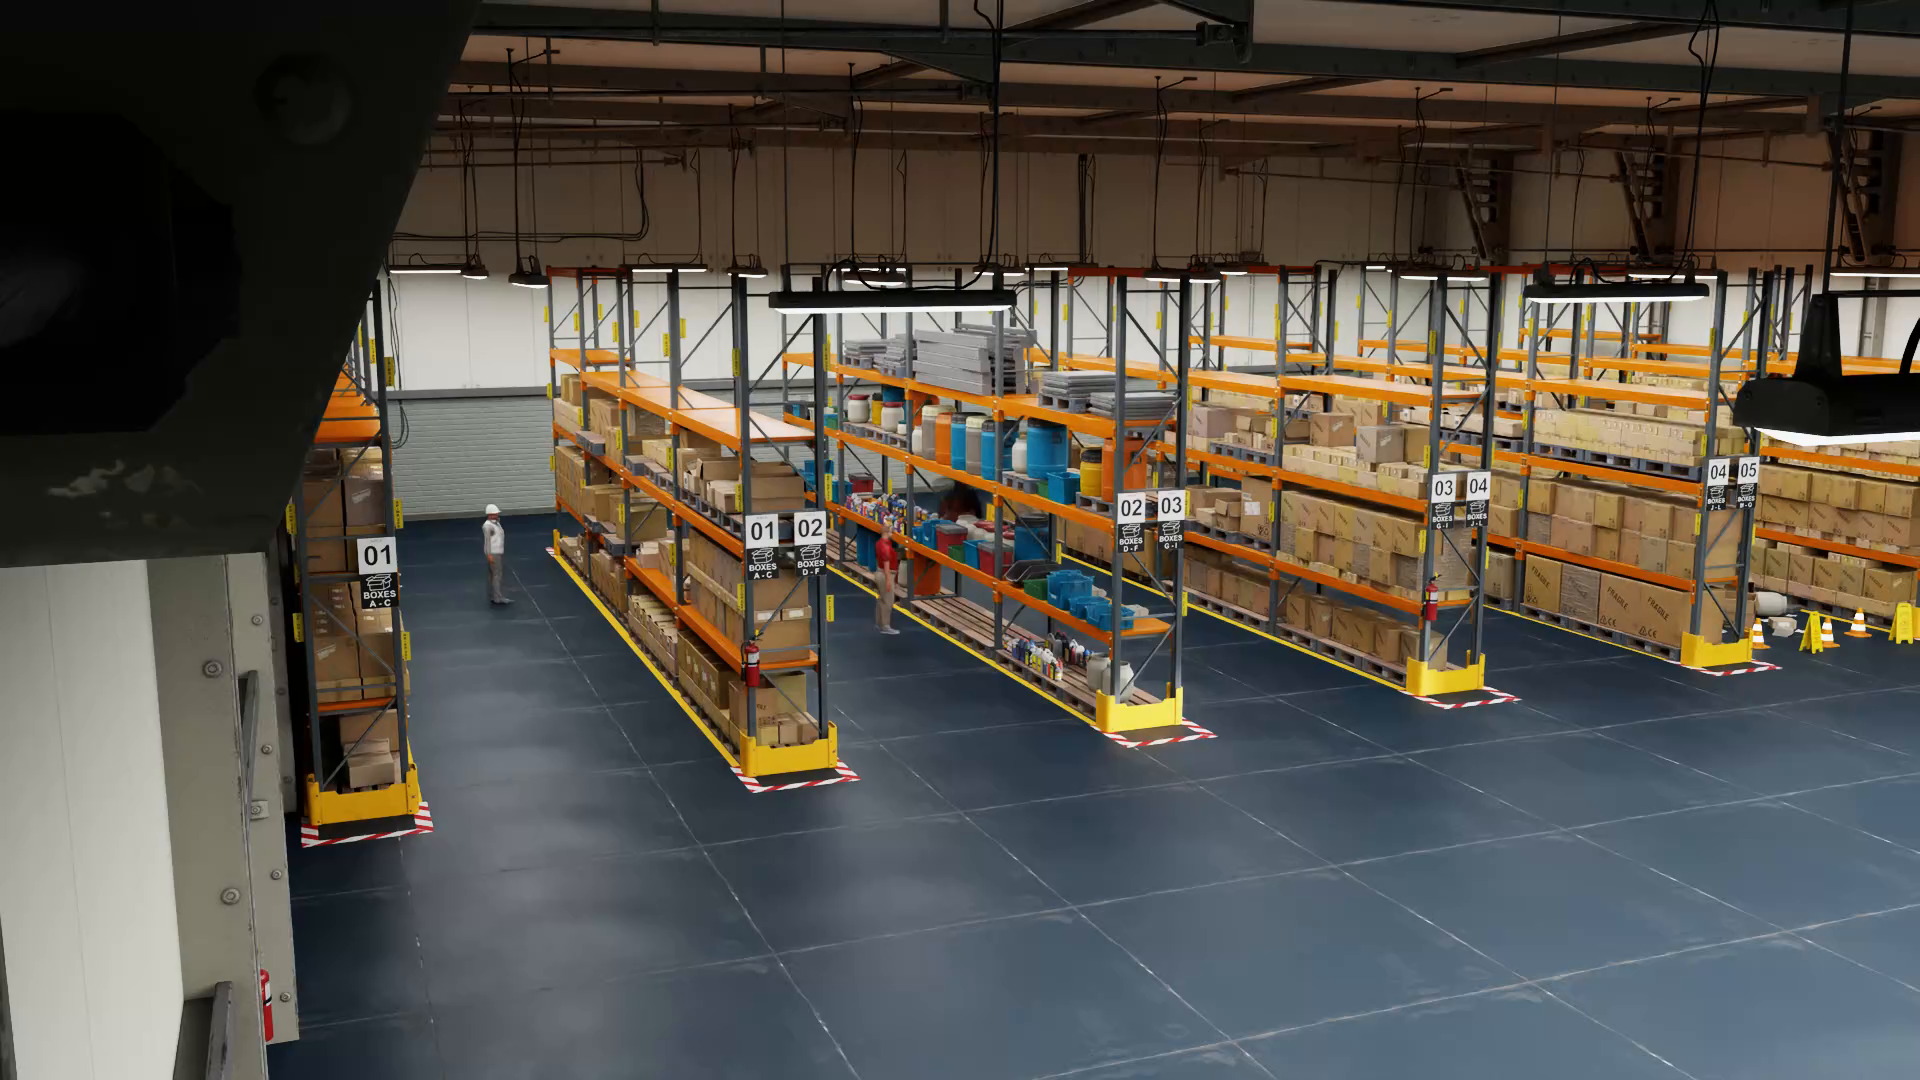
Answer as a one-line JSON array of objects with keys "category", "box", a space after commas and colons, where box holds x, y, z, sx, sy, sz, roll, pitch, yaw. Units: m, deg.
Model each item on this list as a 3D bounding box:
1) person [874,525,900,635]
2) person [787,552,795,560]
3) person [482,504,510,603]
[{"category": "person", "box": [-1.162, 0.662, 26.414, 0.376, 1.810, 0.597, -2, 10, -9]}, {"category": "person", "box": [-3.158, -0.010, 31.877, 0.560, 1.570, 0.801, -2, 10, -11]}, {"category": "person", "box": [-8.434, 0.234, 30.212, 0.431, 1.784, 0.557, -3, 10, -15]}]
